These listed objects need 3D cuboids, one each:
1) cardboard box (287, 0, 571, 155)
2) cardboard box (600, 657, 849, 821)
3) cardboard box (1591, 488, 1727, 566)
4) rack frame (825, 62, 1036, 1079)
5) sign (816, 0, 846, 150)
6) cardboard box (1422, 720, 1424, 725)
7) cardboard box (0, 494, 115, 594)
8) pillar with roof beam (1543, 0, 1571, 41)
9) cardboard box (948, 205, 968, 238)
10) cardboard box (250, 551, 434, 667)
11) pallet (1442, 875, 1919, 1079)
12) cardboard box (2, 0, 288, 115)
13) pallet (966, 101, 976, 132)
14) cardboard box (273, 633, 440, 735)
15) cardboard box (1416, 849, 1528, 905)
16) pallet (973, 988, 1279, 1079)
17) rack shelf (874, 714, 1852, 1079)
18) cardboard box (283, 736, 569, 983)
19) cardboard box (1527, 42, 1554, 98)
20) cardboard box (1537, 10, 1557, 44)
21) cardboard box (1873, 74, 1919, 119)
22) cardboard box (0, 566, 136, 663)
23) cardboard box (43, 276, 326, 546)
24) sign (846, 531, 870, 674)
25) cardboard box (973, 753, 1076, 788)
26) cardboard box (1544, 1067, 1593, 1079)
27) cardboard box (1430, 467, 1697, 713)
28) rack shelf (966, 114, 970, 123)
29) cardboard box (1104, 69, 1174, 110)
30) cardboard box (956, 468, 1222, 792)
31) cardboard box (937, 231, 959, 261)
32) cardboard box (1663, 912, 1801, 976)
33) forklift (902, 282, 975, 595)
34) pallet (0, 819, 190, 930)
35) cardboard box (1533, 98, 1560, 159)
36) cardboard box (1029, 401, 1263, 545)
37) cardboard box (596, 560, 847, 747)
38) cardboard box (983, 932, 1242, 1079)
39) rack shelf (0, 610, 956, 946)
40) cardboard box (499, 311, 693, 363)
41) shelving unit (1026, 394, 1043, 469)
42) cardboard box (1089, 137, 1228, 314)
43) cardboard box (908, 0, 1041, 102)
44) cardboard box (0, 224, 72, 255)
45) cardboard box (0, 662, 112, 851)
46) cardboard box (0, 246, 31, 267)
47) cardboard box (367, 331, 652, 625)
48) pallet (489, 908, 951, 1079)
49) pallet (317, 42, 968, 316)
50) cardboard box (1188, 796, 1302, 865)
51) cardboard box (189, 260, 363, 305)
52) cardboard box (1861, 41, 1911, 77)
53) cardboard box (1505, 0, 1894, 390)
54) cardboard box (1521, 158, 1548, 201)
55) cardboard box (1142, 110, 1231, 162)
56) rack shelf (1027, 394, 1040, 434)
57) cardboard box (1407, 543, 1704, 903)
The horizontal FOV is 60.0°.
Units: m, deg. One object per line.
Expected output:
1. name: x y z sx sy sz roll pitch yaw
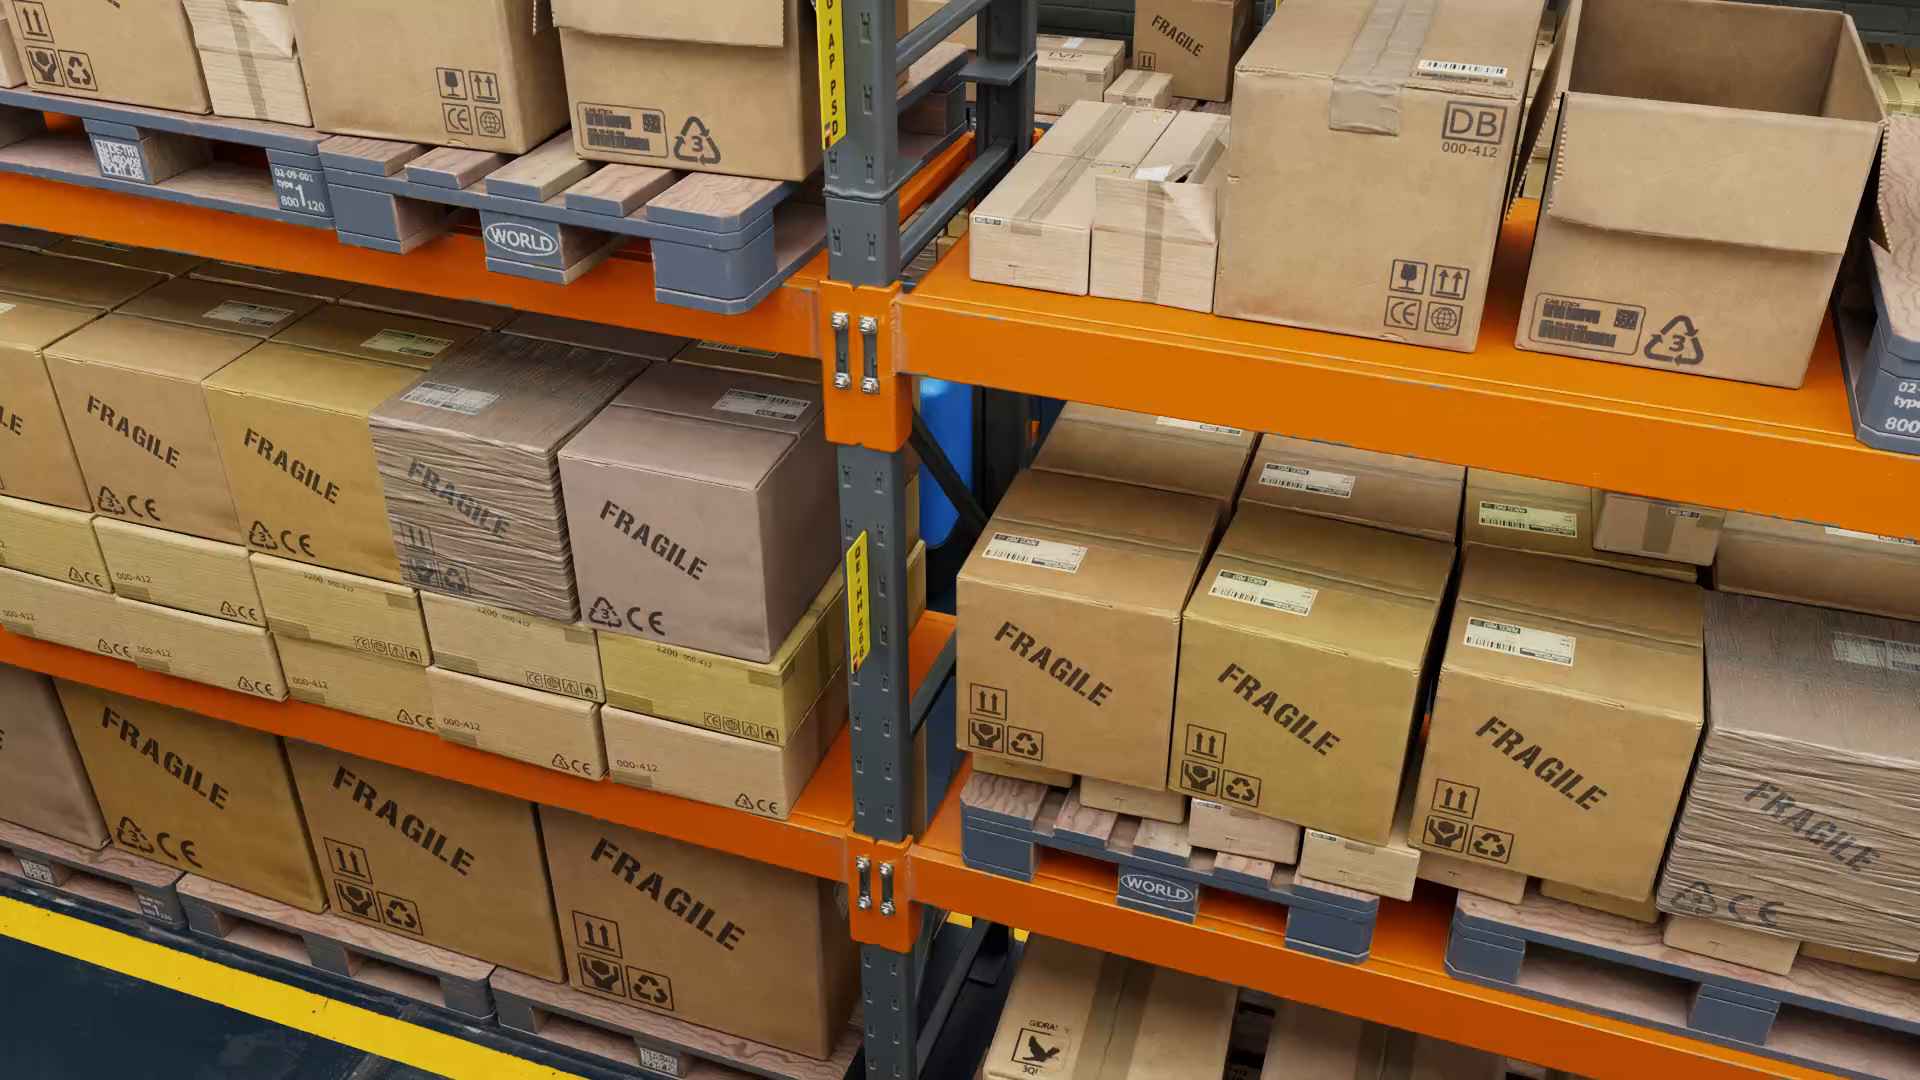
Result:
1. cardboard box: -1.037 -1.220 3.629 0.500 0.500 0.700 9 34 14
2. cardboard box: -0.604 0.446 4.432 0.500 0.250 0.500 10 34 15
3. cardboard box: 1.594 -0.117 3.815 0.250 0.149 0.380 9 34 14
4. rack frame: -0.041 0.343 4.453 0.127 3.000 1.000 11 34 16
5. sign: -0.236 -0.886 3.041 0.005 0.325 0.100 11 34 16
6. cardboard box: 1.110 0.298 4.368 0.250 0.149 0.380 9 34 14
7. cardboard box: -2.521 -0.124 4.855 0.500 0.250 0.500 11 35 17
8. pillar with roof beam: 1.709 -2.736 3.691 0.400 9.000 9.100 11 34 16
9. cardboard box: 0.111 -1.774 9.051 0.250 0.149 0.380 10 34 16
10. cardboard box: -1.555 0.062 4.566 0.500 0.250 0.500 10 34 15
11. pallet: 1.836 0.765 3.976 1.213 0.211 1.003 11 34 16
12. cardboard box: -1.798 -1.310 3.769 0.500 0.500 0.500 11 35 17
13. pallet: -0.202 -2.465 8.979 1.213 0.211 1.003 11 34 16
14. cardboard box: -1.559 0.260 4.720 0.500 0.250 0.500 11 34 16
15. cardboard box: 1.204 0.634 3.847 0.250 0.149 0.380 13 35 19
16. pallet: 0.694 1.658 4.987 1.213 0.211 1.003 11 34 16
17. rack shelf: 1.842 1.011 4.081 4.000 0.370 1.077 11 34 16
18. cardboard box: -1.501 0.725 5.433 0.875 0.875 0.875 11 35 17
19. cardboard box: 2.584 -2.174 7.662 0.250 0.149 0.380 11 35 17
20. cardboard box: 2.767 -2.472 8.123 0.250 0.149 0.380 10 34 16
21. cardboard box: 4.020 -1.894 7.228 0.250 0.149 0.380 10 34 15
22. cardboard box: -2.516 0.085 4.991 0.500 0.250 0.500 11 34 16
23. cardboard box: -2.041 -0.360 4.529 0.500 0.500 0.500 10 34 16
24. sign: -0.225 0.141 3.699 0.005 0.325 0.100 11 34 16
25. cardboard box: 0.202 0.427 4.168 0.250 0.149 0.380 9 34 14
26. cardboard box: 1.897 1.652 4.462 0.625 0.372 0.950 12 35 18
27. cardboard box: 1.447 0.122 4.042 0.500 0.500 0.500 9 34 13
28. rack shelf: -0.253 -2.256 9.142 4.000 0.370 1.077 11 34 16
29. cardboard box: 0.882 -2.187 8.217 0.250 0.149 0.380 12 35 17
30. cardboard box: 0.305 0.200 3.921 0.500 0.500 0.500 10 34 15
31. cardboard box: 0.199 -1.477 9.190 0.500 0.500 0.500 13 35 19
32. cardboard box: 1.707 0.747 3.672 0.250 0.149 0.380 12 35 18
33. forklift: -1.379 -1.424 7.254 3.031 2.935 1.130 9 34 14
34. pallet: -3.055 0.885 6.184 1.213 0.211 1.003 11 34 16
35. cardboard box: 2.923 -1.936 7.660 0.500 0.250 0.500 10 34 15
36. cardboard box: 0.481 -0.059 4.322 0.500 0.500 0.500 10 34 15
37. cardboard box: -0.583 0.237 4.295 0.500 0.250 0.500 11 34 16
38. cardboard box: 0.488 1.379 4.884 0.625 0.372 0.950 9 34 13
39. rack shelf: -1.924 0.279 5.215 4.000 0.370 1.077 11 34 16
40. cardboard box: -0.893 -0.420 4.621 0.500 0.500 0.500 11 34 17
41. shelving unit: 0.218 -0.411 7.419 0.252 1.050 0.215 9 34 14
42. cardboard box: 0.439 -0.669 3.380 0.258 0.266 0.396 11 34 16
43. cardboard box: 0.031 -2.616 8.554 0.637 0.503 0.797 10 34 15
44. cardboard box: -2.811 -0.806 5.220 0.500 0.500 0.500 12 35 17
45. cardboard box: -3.196 0.400 5.937 0.875 0.875 0.875 12 35 18
46. cardboard box: -3.001 -0.545 4.814 0.500 0.500 0.500 11 34 16
47. cardboard box: -1.102 -0.170 4.233 0.500 0.500 0.500 12 35 17
48. pallet: -0.758 1.332 5.493 1.213 0.211 1.003 11 34 16
49. pallet: -0.665 -0.928 3.831 1.003 0.211 1.213 13 35 19
50. cardboard box: 0.699 0.569 3.947 0.250 0.149 0.380 9 34 13
51. cardboard box: -1.849 -0.617 4.925 0.500 0.500 0.500 12 35 17
52. cardboard box: 4.194 -2.165 7.648 0.250 0.149 0.380 11 34 16
53. cardboard box: 1.405 -0.696 3.202 0.637 0.503 0.797 11 34 16
54. cardboard box: 2.925 -1.738 7.814 0.500 0.250 0.500 10 34 15
55. cardboard box: 0.563 -0.820 3.720 0.250 0.149 0.380 11 34 16
56. rack shelf: 0.218 -0.640 7.270 0.240 0.259 0.215 9 34 14
57. cardboard box: 1.300 0.386 3.633 0.500 0.500 0.500 12 35 17
